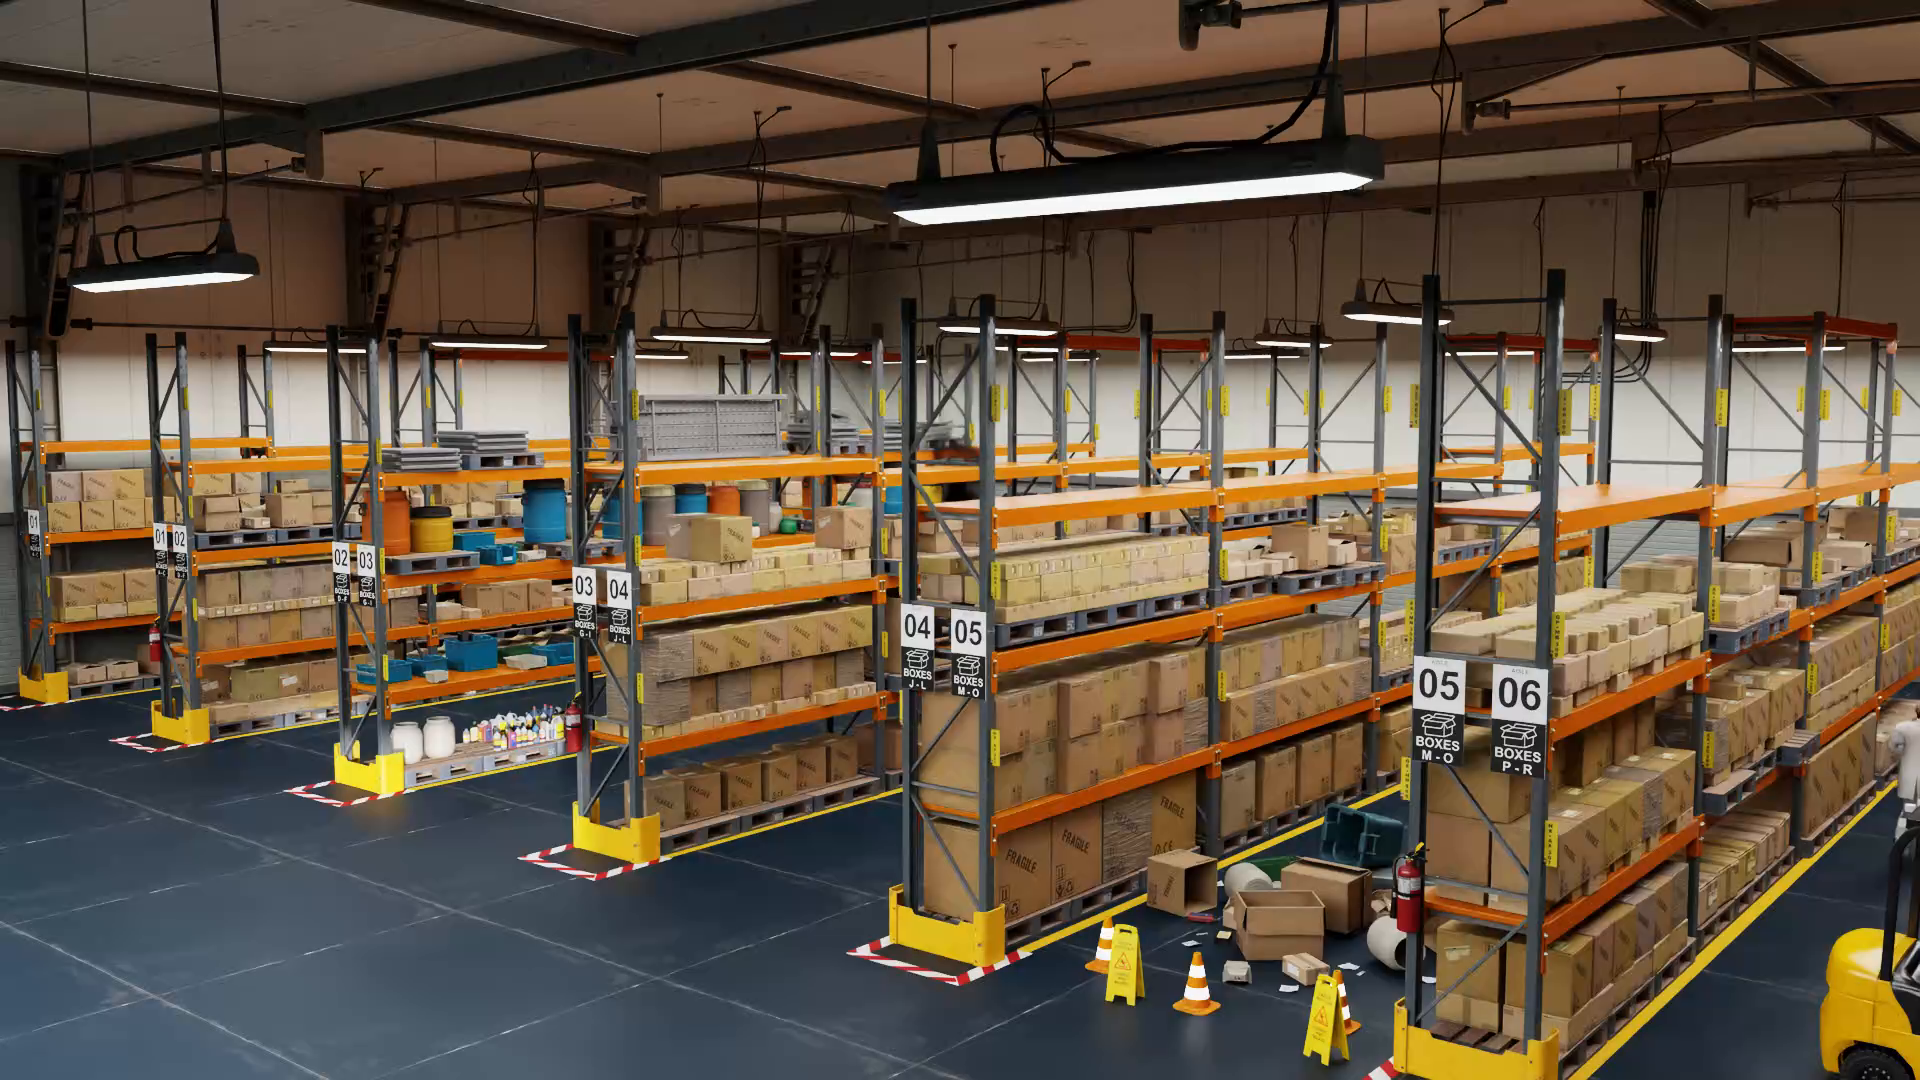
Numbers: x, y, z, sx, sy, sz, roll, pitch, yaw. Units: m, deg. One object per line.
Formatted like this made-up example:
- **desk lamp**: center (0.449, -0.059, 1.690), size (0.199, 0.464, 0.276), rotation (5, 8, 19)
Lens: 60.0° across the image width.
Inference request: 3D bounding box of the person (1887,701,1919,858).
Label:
- **person**: center (10.536, 2.635, 18.226), size (0.707, 1.792, 0.924), rotation (5, 7, 42)
